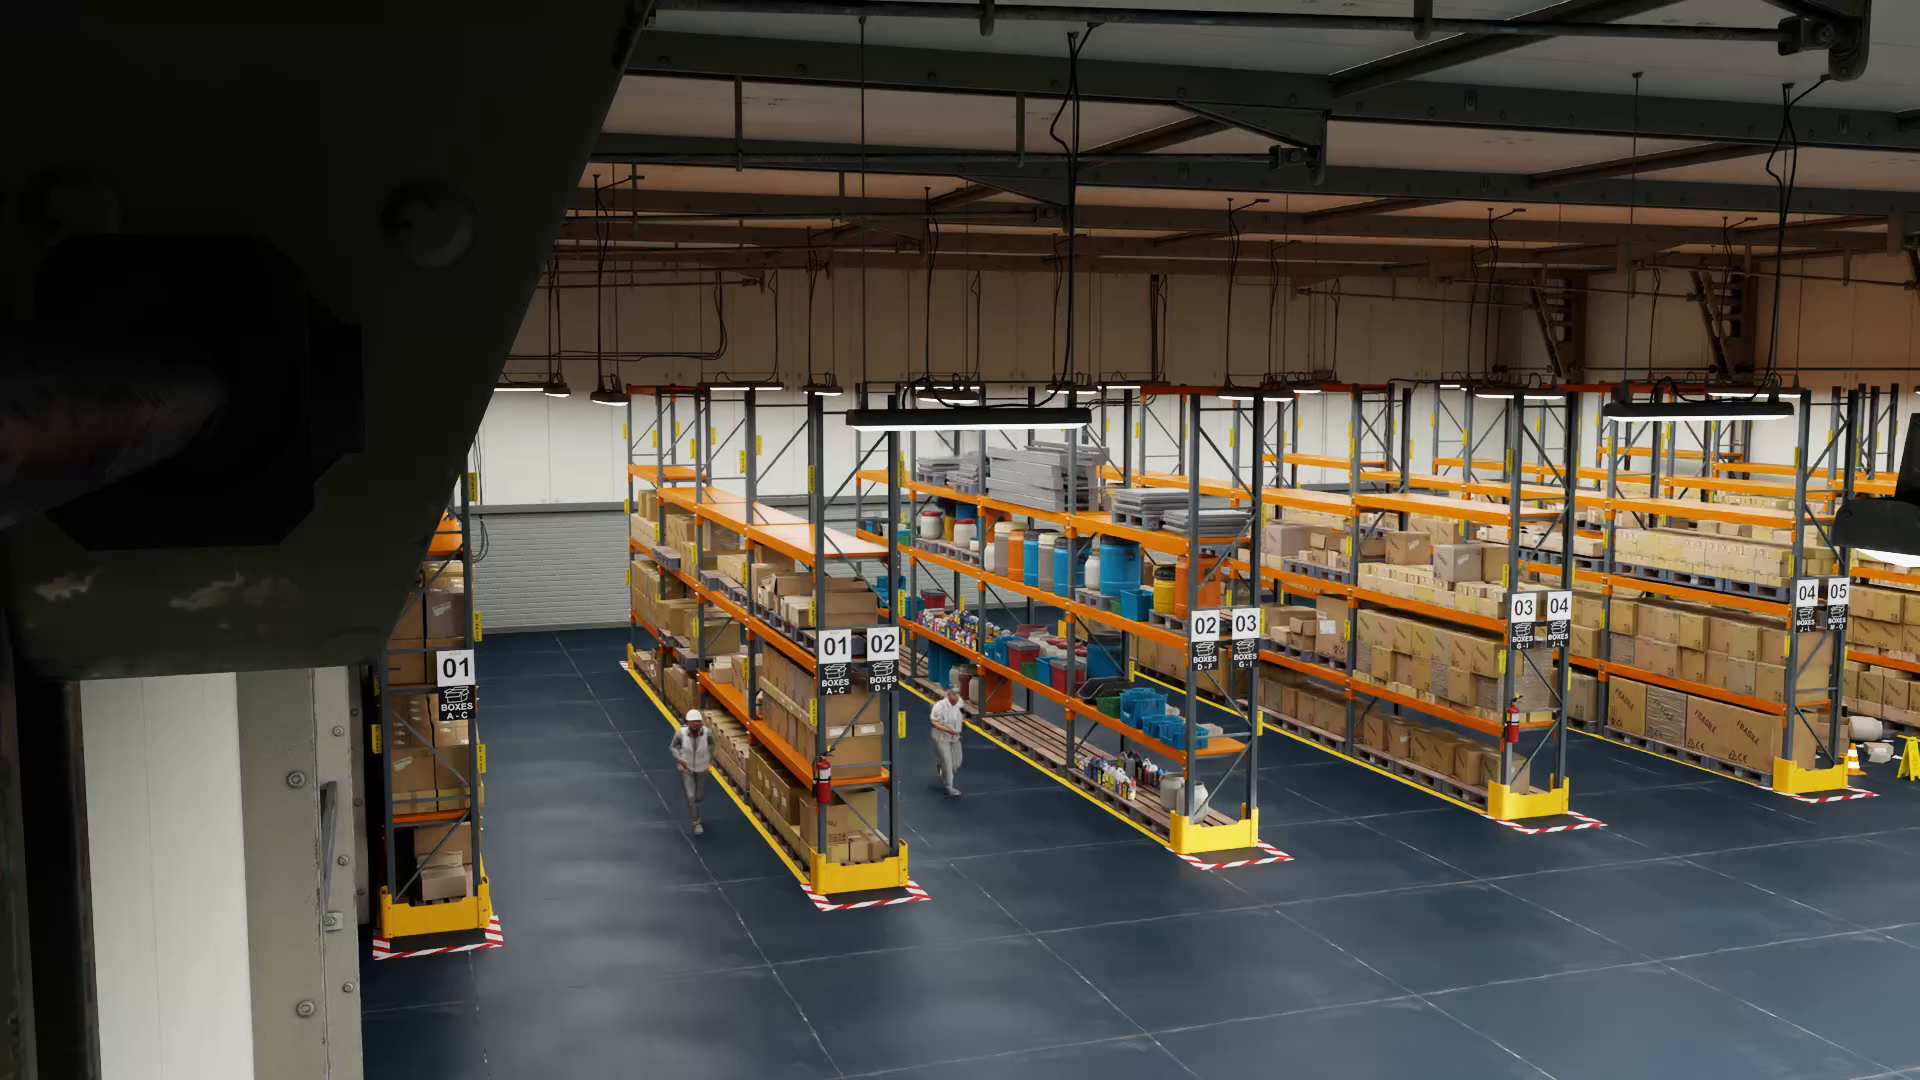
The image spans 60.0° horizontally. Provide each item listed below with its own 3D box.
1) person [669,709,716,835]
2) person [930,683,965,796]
[{"bbox_3d":[-3.676,3.130,22.887,0.636,1.722,0.847,-1,6,-13],"label":"person"},{"bbox_3d":[-0.190,2.936,24.729,0.649,1.714,0.763,-4,7,-31],"label":"person"}]
